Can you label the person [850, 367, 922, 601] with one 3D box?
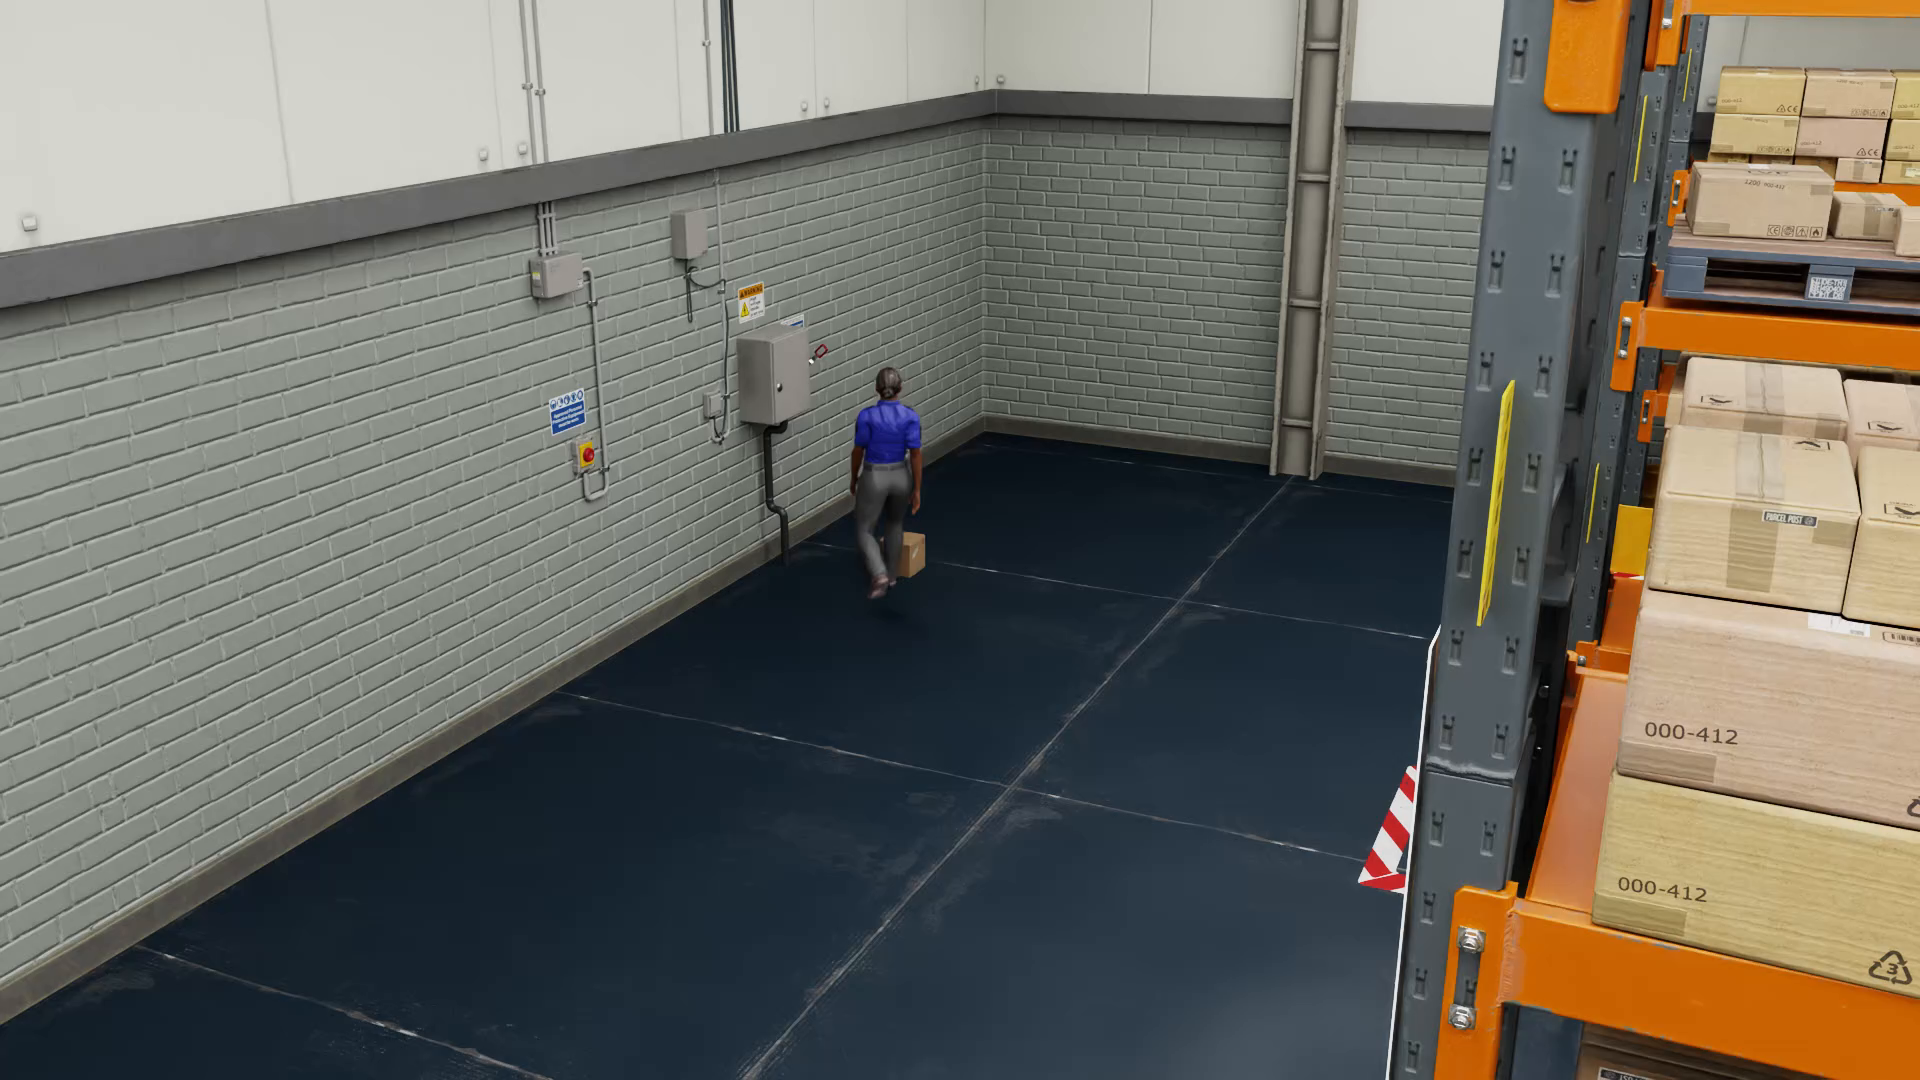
[{"bbox_3d":[-0.502,-0.389,11.205,0.449,1.611,0.868,-5,20,-15],"label":"person"}]
